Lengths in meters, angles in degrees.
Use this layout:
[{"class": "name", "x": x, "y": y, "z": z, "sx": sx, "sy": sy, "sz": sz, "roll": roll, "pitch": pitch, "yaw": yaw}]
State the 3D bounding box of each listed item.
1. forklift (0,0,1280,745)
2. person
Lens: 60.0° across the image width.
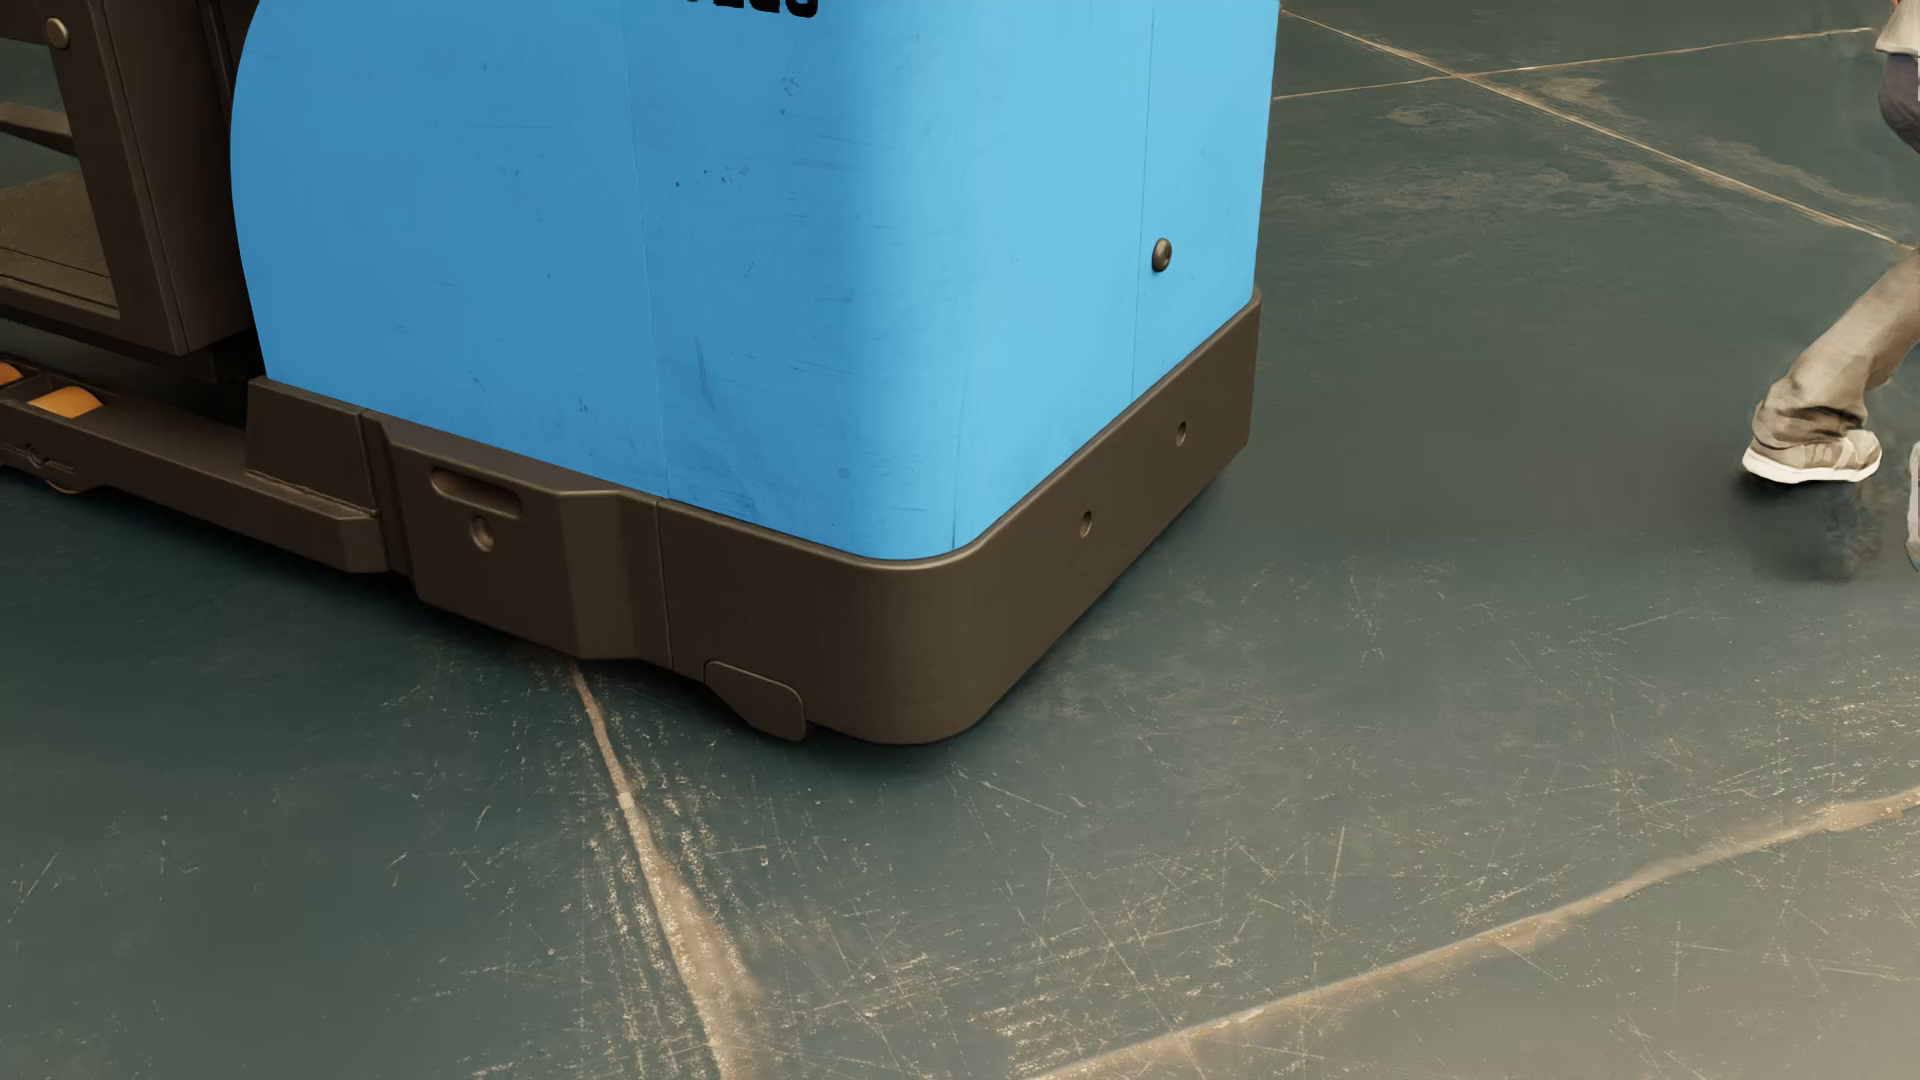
[{"class": "forklift", "x": -1.075, "y": -1.553, "z": 2.266, "sx": 3.031, "sy": 2.935, "sz": 1.130, "roll": 16, "pitch": 33, "yaw": 26}, {"class": "person", "x": 1.468, "y": -0.615, "z": 2.167, "sx": 0.476, "sy": 1.430, "sz": 0.822, "roll": -14, "pitch": 33, "yaw": -24}]
